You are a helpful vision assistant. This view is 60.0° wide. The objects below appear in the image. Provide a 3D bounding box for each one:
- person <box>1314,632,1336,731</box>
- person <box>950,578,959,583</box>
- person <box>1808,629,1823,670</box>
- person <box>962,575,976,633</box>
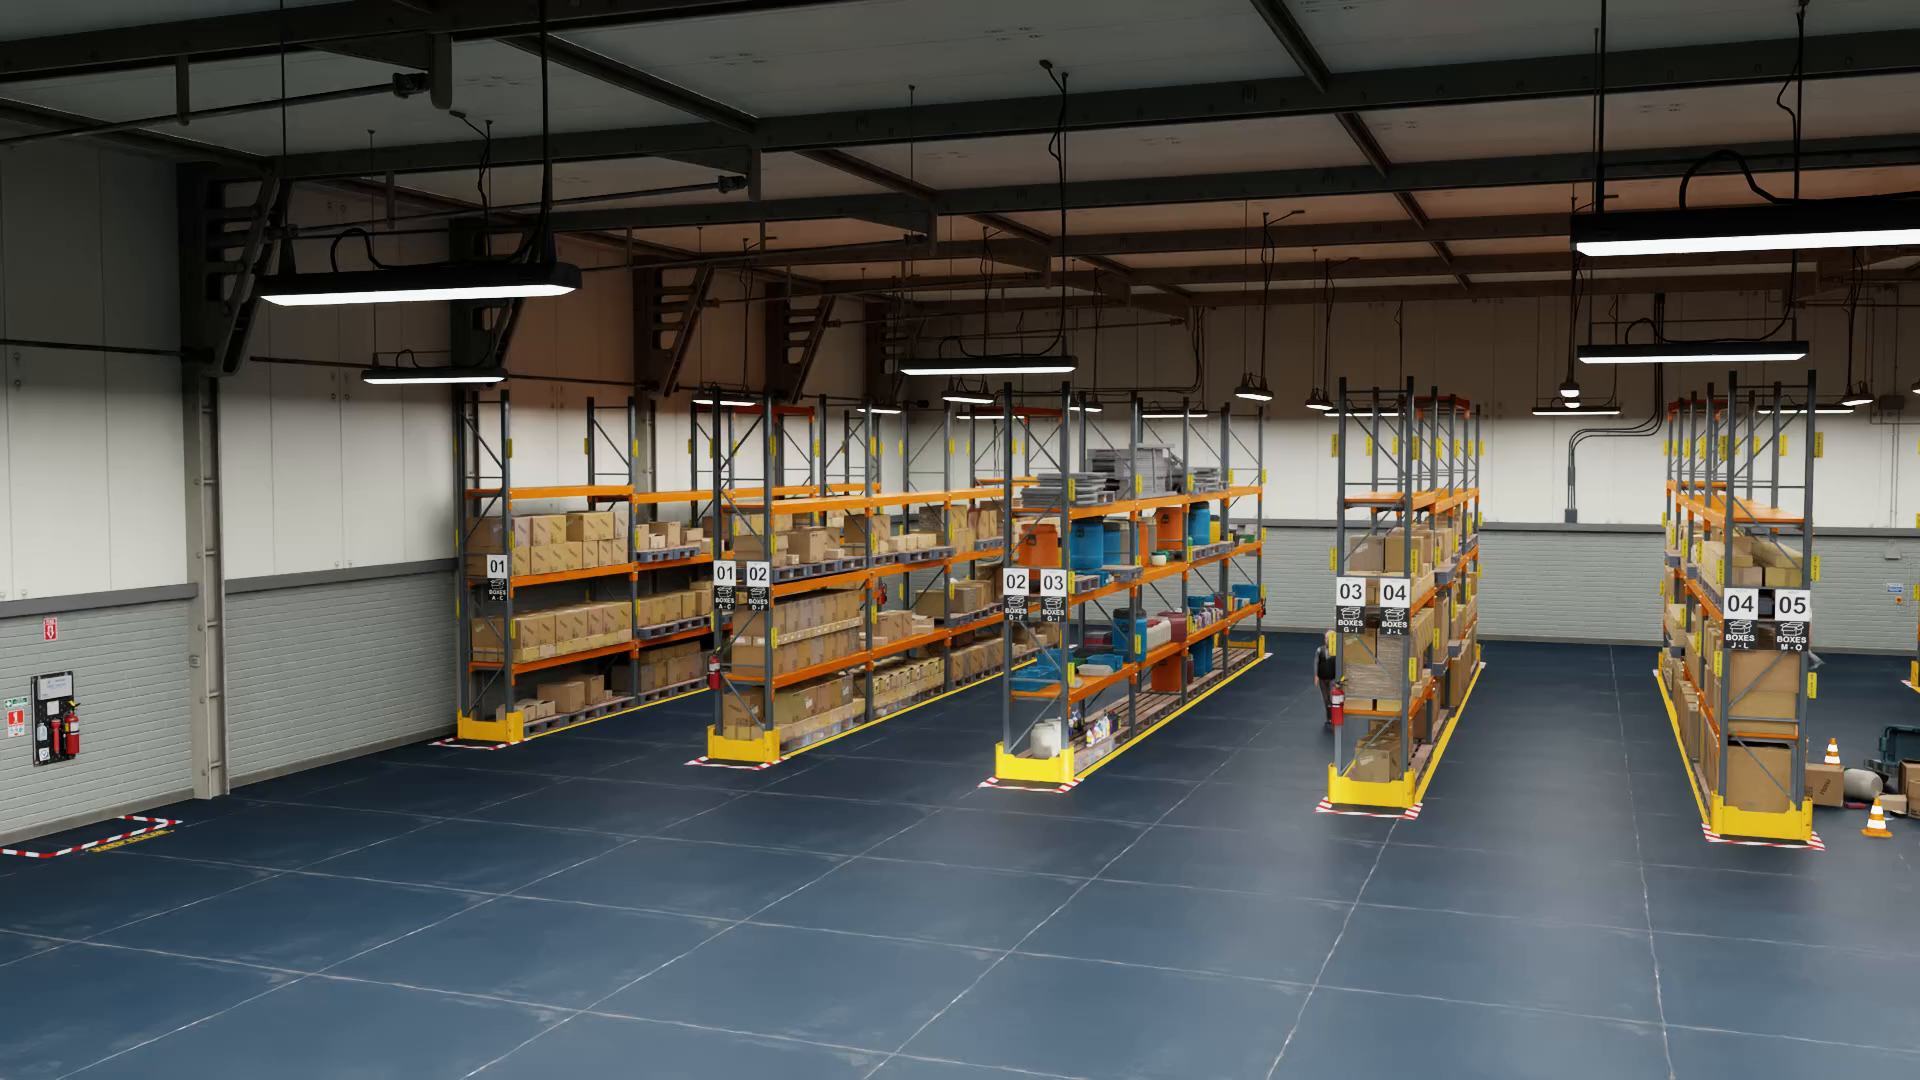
[{"bbox_3d":[6.586,2.499,29.730,0.560,1.691,0.883,2,4,34],"label":"person"},{"bbox_3d":[-0.201,1.834,41.451,0.733,1.787,0.582,-2,4,-27],"label":"person"},{"bbox_3d":[18.785,2.081,37.086,0.954,1.730,0.544,0,3,8],"label":"person"},{"bbox_3d":[0.175,1.740,43.942,0.529,1.613,1.046,1,3,15],"label":"person"}]
